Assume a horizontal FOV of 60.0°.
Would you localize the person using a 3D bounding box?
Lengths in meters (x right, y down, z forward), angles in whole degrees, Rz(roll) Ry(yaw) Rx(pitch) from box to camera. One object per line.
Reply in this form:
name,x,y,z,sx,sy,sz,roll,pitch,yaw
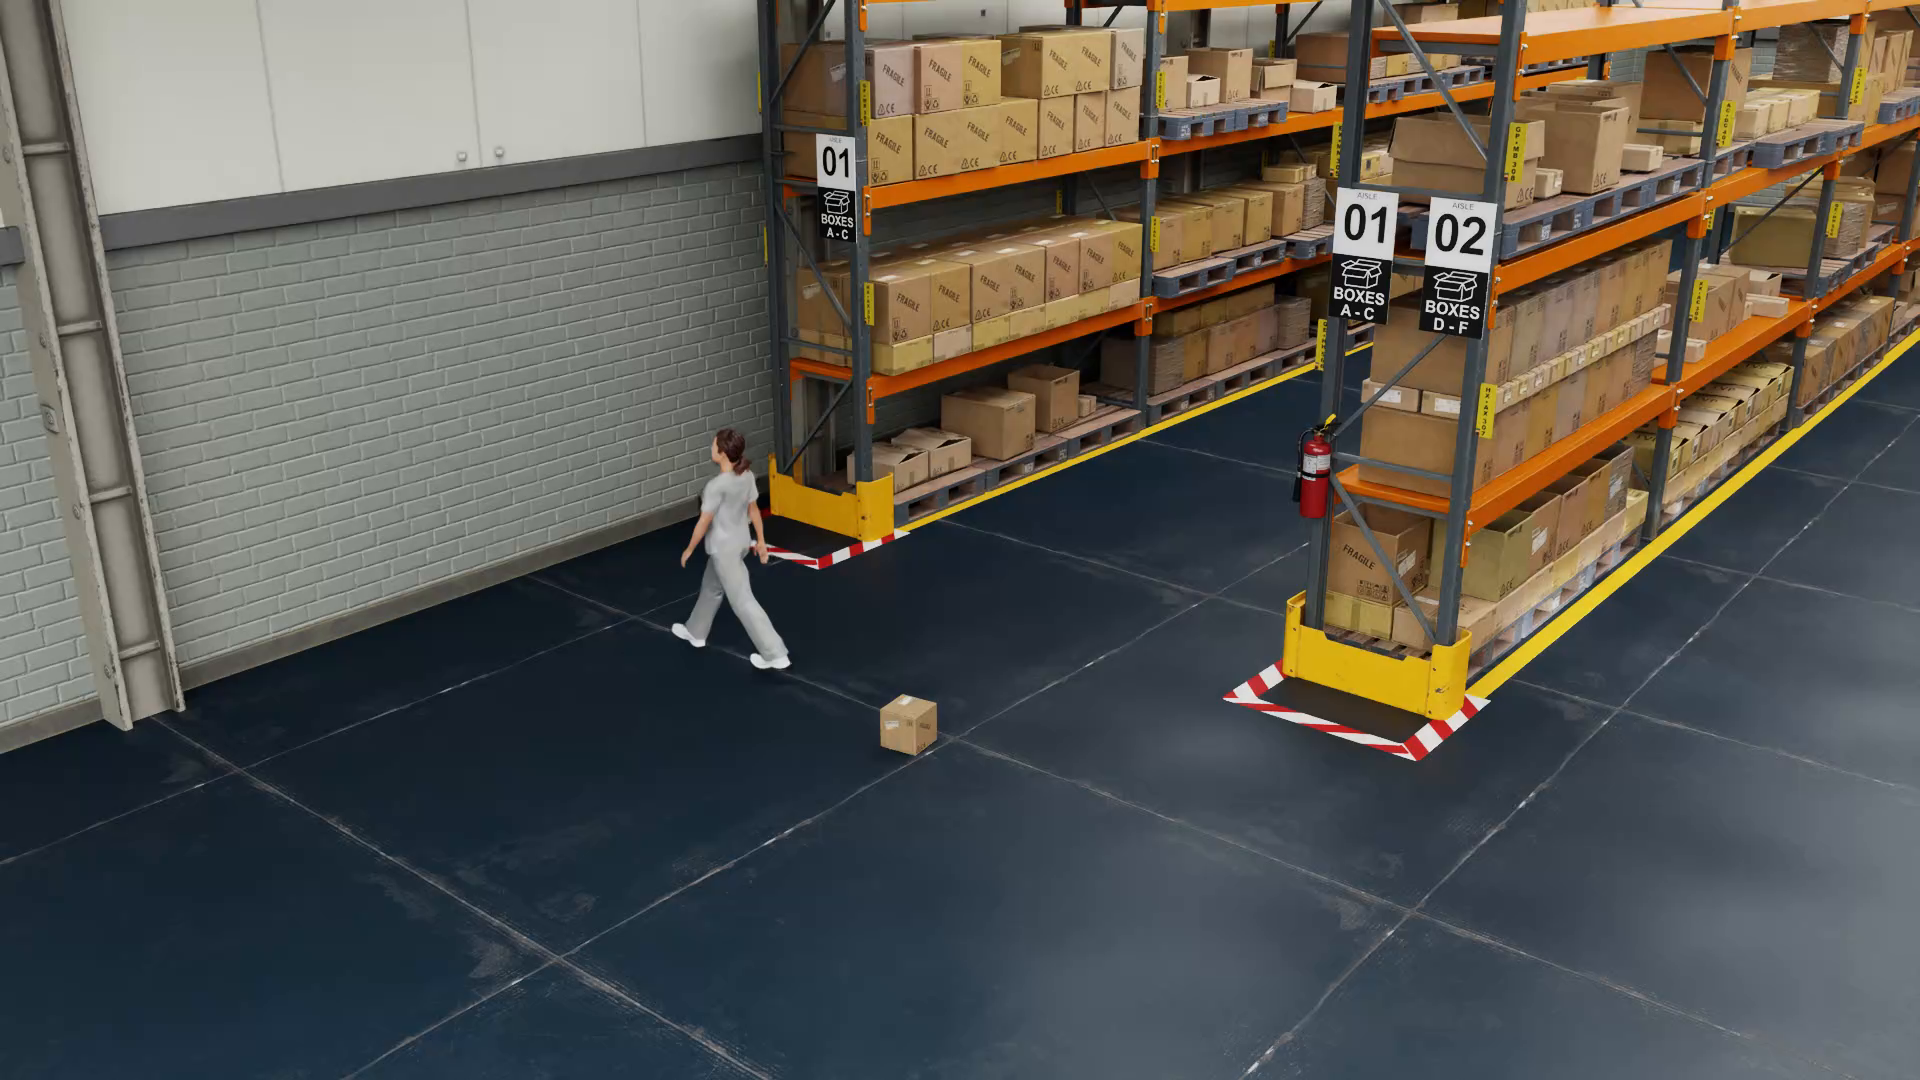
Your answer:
person,-1.573,0.037,10.978,1.062,1.606,0.471,9,22,23
